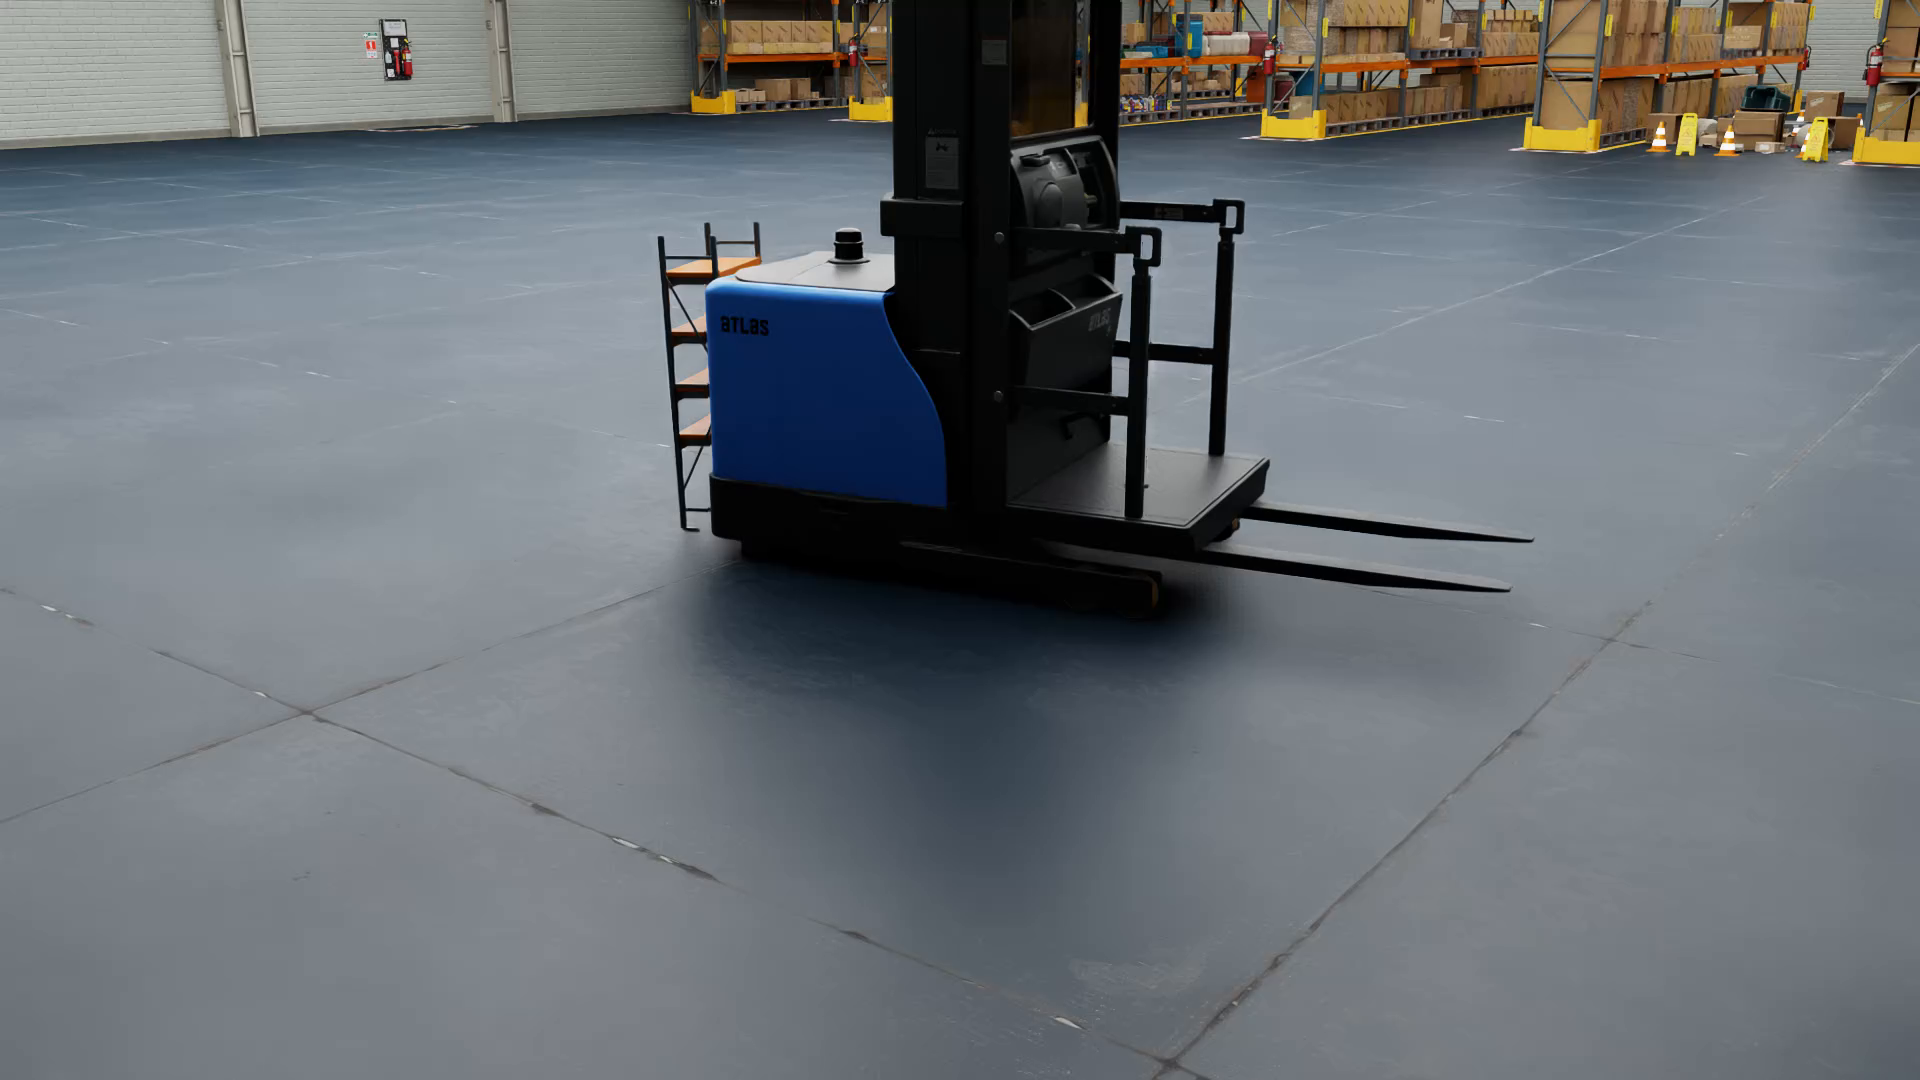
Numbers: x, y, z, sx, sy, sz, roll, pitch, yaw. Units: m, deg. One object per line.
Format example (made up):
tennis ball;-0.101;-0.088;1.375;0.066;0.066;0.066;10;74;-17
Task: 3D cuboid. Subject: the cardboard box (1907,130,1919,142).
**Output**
cardboard box;14.751;-6.123;25.330;0.500;0.250;0.500;12;21;34

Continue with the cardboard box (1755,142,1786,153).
cardboard box;13.207;-6.399;27.100;0.250;0.149;0.380;-7;19;-22

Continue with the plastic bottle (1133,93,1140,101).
plastic bottle;3.797;-9.472;35.911;0.144;0.351;0.185;12;21;35

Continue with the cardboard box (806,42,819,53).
cardboard box;-3.803;-12.076;40.792;0.500;0.250;0.500;13;21;35

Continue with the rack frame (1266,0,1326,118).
rack frame;6.090;-8.843;30.162;1.000;3.000;0.127;12;21;35

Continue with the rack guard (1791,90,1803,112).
rack guard;19.501;-10.541;39.846;1.175;0.500;0.348;12;21;35

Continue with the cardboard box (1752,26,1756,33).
cardboard box;16.766;-10.910;35.530;0.380;0.149;0.250;12;21;33

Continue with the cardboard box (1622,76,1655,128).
cardboard box;11.965;-7.944;30.140;0.875;0.875;0.875;13;21;36

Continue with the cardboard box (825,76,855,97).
cardboard box;-3.036;-11.616;42.565;0.700;0.500;0.500;13;22;37

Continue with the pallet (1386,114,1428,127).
pallet;8.936;-8.650;34.242;1.003;0.211;1.213;12;21;35

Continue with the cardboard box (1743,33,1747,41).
cardboard box;16.302;-10.579;34.966;0.380;0.149;0.250;13;21;35

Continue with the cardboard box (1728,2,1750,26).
cardboard box;17.226;-11.628;36.773;0.500;0.500;0.500;12;21;33

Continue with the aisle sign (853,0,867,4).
aisle sign;-2.139;-11.872;35.533;0.394;0.787;0.004;12;21;35

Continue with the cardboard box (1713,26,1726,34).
cardboard box;15.213;-10.289;33.532;0.380;0.149;0.250;12;21;35

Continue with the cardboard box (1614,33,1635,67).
cardboard box;10.942;-8.357;28.343;0.875;0.550;0.550;12;21;35

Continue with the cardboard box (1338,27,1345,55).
cardboard box;6.641;-9.299;30.961;0.875;0.500;0.500;12;21;35

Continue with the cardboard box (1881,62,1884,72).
cardboard box;14.161;-7.179;25.226;0.380;0.149;0.250;12;21;34

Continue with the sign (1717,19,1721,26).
sign;16.723;-11.308;36.640;0.100;0.325;0.005;12;21;35

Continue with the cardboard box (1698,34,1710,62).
cardboard box;14.131;-9.503;32.120;0.500;0.500;0.500;12;21;34

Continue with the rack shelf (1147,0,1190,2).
rack shelf;3.304;-11.284;34.176;1.077;0.370;4.000;12;21;35

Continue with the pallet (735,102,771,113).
pallet;-5.287;-10.343;39.693;1.003;0.211;1.213;12;21;35

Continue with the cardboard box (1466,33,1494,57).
cardboard box;11.365;-10.864;36.501;0.500;0.500;0.500;13;22;36

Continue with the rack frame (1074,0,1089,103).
rack frame;2.112;-9.718;32.980;1.000;3.000;0.127;12;21;35

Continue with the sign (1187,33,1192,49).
sign;4.931;-10.703;35.686;0.100;0.325;0.005;12;21;35

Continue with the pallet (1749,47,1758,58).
pallet;16.591;-10.553;35.991;1.003;0.211;1.213;12;21;35

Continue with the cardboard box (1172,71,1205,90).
cardboard box;6.401;-12.919;46.755;0.797;0.503;0.637;12;21;35

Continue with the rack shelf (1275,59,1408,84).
rack shelf;7.281;-8.976;31.803;1.077;0.370;4.000;12;21;35

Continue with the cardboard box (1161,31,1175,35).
cardboard box;5.809;-13.574;45.227;0.500;0.500;0.500;13;22;36

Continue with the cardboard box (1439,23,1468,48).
cardboard box;10.315;-10.710;35.299;0.500;0.500;0.700;-16;24;-42

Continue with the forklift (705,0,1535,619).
forklift;0.574;-1.300;5.989;3.031;2.935;1.130;8;19;24

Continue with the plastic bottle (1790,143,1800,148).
plastic bottle;14.157;-6.665;28.104;0.283;0.061;0.133;-16;23;-41

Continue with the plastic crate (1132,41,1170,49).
plastic crate;4.081;-10.539;35.728;0.767;0.338;0.504;12;21;35

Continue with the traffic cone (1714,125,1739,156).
traffic cone;12.175;-6.326;26.334;0.336;0.463;0.334;12;21;35

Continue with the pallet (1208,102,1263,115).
pallet;6.386;-10.114;38.958;1.003;0.211;1.213;12;21;35

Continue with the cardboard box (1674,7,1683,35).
cardboard box;12.992;-9.663;30.947;0.700;0.500;0.500;12;21;34

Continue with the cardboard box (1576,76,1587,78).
cardboard box;15.306;-11.673;42.150;0.875;0.875;0.875;12;21;35

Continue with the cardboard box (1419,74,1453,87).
cardboard box;10.173;-9.830;35.549;0.500;0.250;0.500;16;23;41

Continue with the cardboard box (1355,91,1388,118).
cardboard box;8.203;-8.714;33.254;0.500;0.500;0.500;12;21;33

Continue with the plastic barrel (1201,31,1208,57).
plastic barrel;5.242;-10.925;36.637;0.433;0.535;0.433;0;17;0

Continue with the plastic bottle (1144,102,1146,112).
plastic bottle;3.888;-9.147;35.117;0.097;0.201;0.097;0;17;0

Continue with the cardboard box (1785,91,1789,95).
cardboard box;19.153;-10.434;38.883;0.380;0.149;0.250;11;21;32

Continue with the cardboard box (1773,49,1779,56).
cardboard box;18.175;-10.950;37.370;0.380;0.149;0.250;13;21;36

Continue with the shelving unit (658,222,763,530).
shelving unit;-0.997;-0.686;6.917;0.258;1.200;0.503;2;17;13

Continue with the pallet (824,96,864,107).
pallet;-2.998;-11.276;42.697;1.003;0.211;1.213;12;21;35

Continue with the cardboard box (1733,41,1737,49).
cardboard box;15.845;-10.256;34.428;0.380;0.149;0.250;13;22;36

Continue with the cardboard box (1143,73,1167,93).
cardboard box;5.222;-12.301;44.770;0.500;0.500;0.500;12;21;34

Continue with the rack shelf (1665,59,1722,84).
rack shelf;13.588;-9.028;31.971;1.077;0.370;4.000;12;21;35

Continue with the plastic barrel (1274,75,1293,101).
plastic barrel;7.829;-11.061;40.663;0.600;0.588;0.708;12;21;35

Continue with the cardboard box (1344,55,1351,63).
cardboard box;7.063;-8.983;31.038;0.380;0.149;0.250;12;21;35

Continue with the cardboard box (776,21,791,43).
cardboard box;-4.405;-12.188;39.890;0.500;0.500;0.500;13;22;36

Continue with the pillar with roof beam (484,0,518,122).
pillar with roof beam;-6.240;-12.464;31.706;9.100;9.000;0.400;12;21;35
